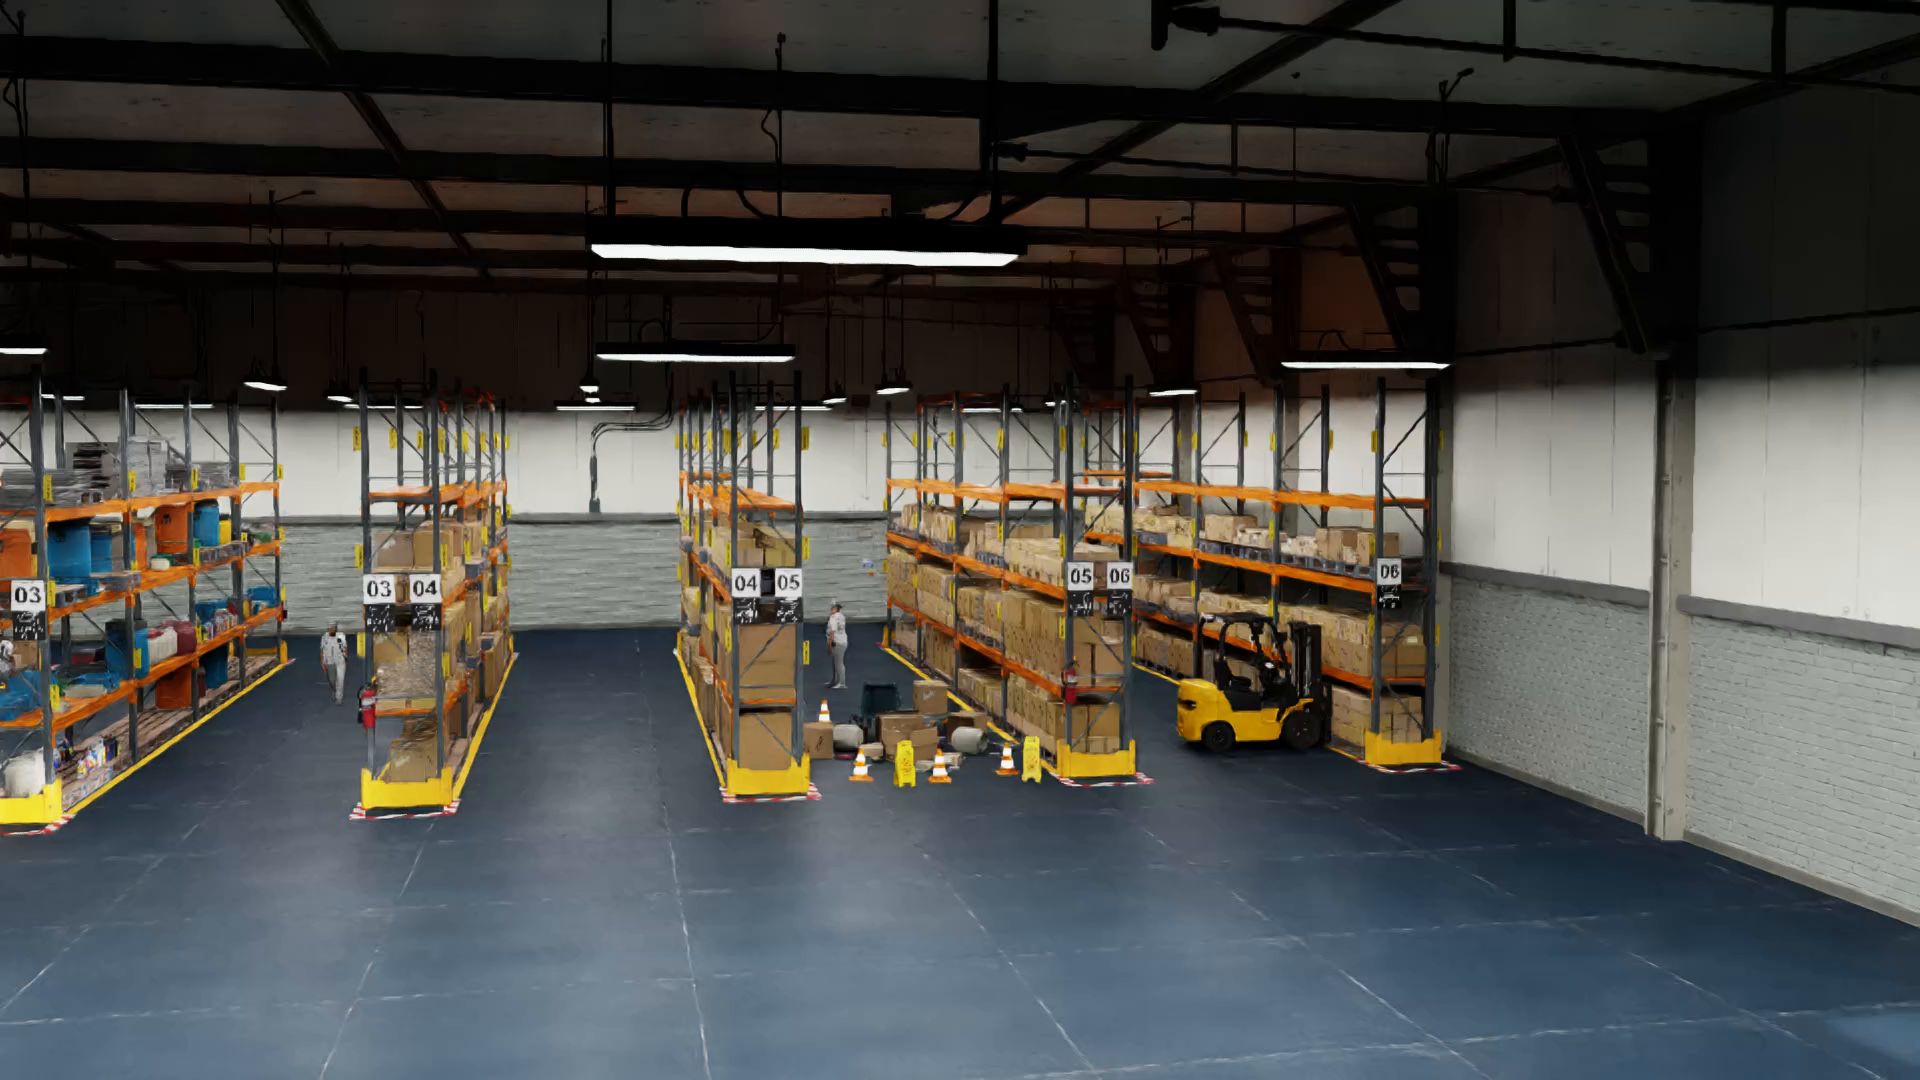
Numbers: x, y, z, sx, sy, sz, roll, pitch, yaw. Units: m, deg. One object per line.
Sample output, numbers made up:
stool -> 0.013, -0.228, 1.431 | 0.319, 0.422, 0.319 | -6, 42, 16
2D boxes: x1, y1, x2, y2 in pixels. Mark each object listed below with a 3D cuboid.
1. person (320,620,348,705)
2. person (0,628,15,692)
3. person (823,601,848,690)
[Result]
person -> -11.922, 2.313, 31.671 | 0.497, 1.583, 1.090 | -1, 3, -9
person -> -17.557, 2.378, 30.458 | 0.445, 1.587, 1.090 | -1, 4, -14
person -> -2.528, 2.114, 33.600 | 0.586, 1.748, 0.653 | 1, 4, 17
